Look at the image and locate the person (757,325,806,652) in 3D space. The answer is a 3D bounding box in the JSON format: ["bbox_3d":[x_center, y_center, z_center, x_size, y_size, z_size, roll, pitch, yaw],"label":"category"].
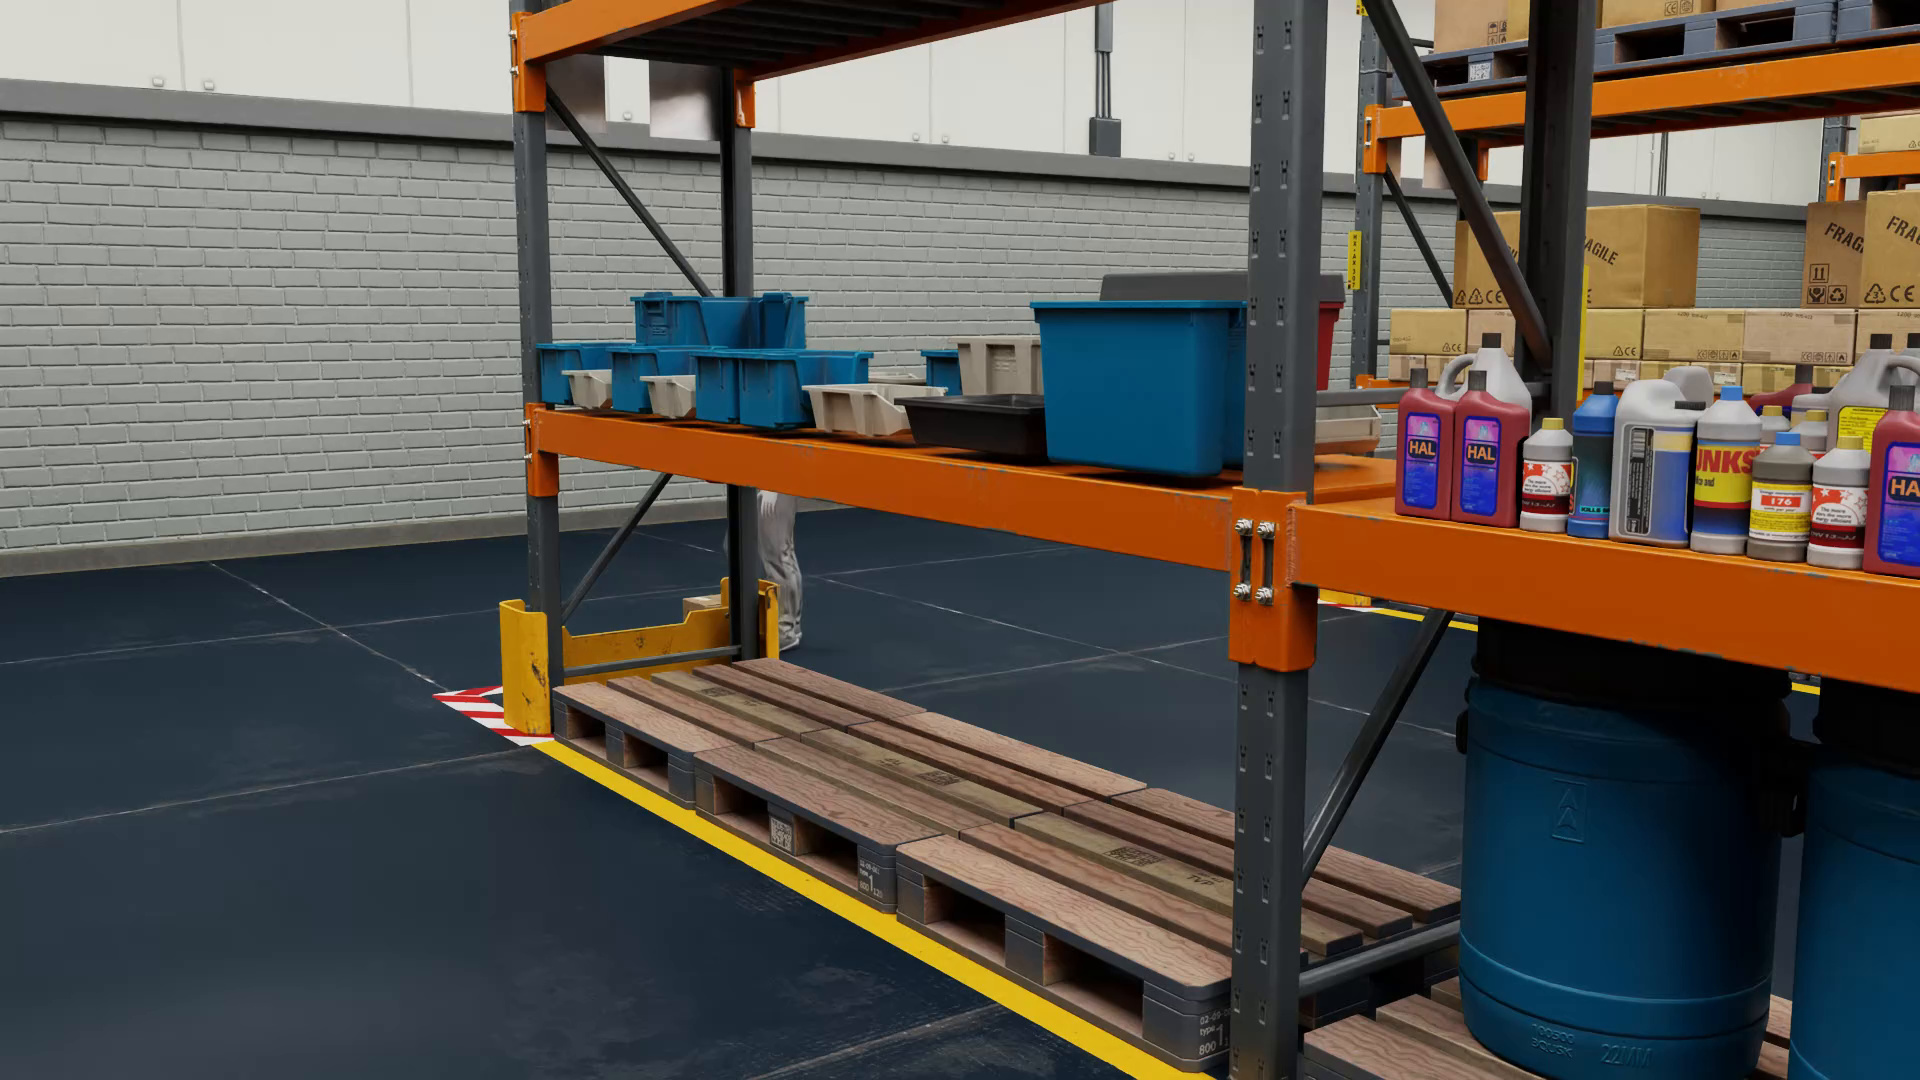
[{"bbox_3d":[-0.926,-0.261,8.325,0.331,1.725,0.498,-1,8,-6],"label":"person"}]
